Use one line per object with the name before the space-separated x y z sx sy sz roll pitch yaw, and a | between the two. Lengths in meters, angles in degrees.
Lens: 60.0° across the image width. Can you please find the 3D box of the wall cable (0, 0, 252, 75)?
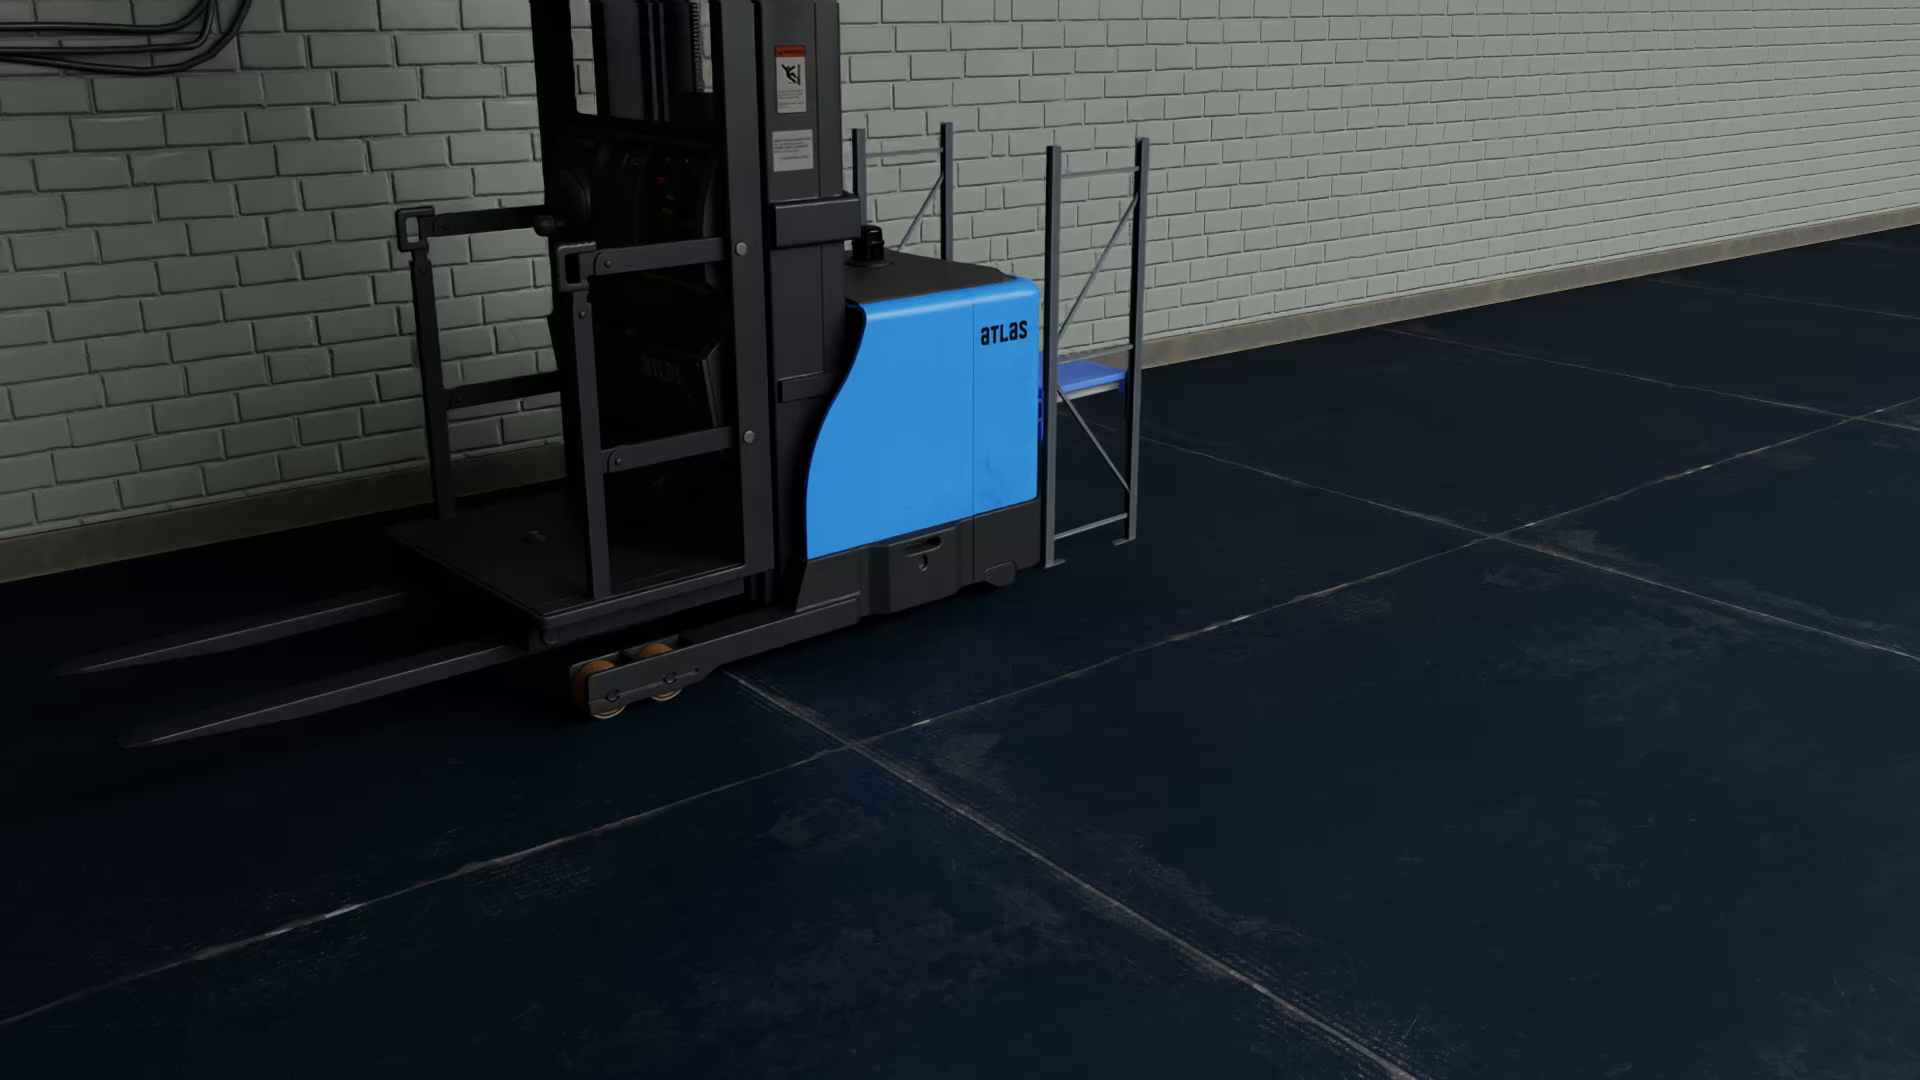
wall cable | -3.695 -2.561 4.721 3.097 2.526 0.112 -14 23 -36

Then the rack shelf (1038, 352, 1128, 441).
rack shelf | 0.131 -0.609 6.388 0.538 0.185 1.000 -17 25 -41

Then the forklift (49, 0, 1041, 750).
forklift | -1.154 -1.060 4.900 3.031 2.935 1.130 -15 24 -39

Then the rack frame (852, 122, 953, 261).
rack frame | -0.219 -0.896 6.682 0.500 1.500 0.032 -17 25 -41

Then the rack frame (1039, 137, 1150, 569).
rack frame | 0.482 -0.664 5.982 0.500 1.500 0.032 -17 25 -41

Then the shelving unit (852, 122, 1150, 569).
shelving unit | 0.131 -0.780 6.332 0.538 1.500 1.048 -17 25 -41
